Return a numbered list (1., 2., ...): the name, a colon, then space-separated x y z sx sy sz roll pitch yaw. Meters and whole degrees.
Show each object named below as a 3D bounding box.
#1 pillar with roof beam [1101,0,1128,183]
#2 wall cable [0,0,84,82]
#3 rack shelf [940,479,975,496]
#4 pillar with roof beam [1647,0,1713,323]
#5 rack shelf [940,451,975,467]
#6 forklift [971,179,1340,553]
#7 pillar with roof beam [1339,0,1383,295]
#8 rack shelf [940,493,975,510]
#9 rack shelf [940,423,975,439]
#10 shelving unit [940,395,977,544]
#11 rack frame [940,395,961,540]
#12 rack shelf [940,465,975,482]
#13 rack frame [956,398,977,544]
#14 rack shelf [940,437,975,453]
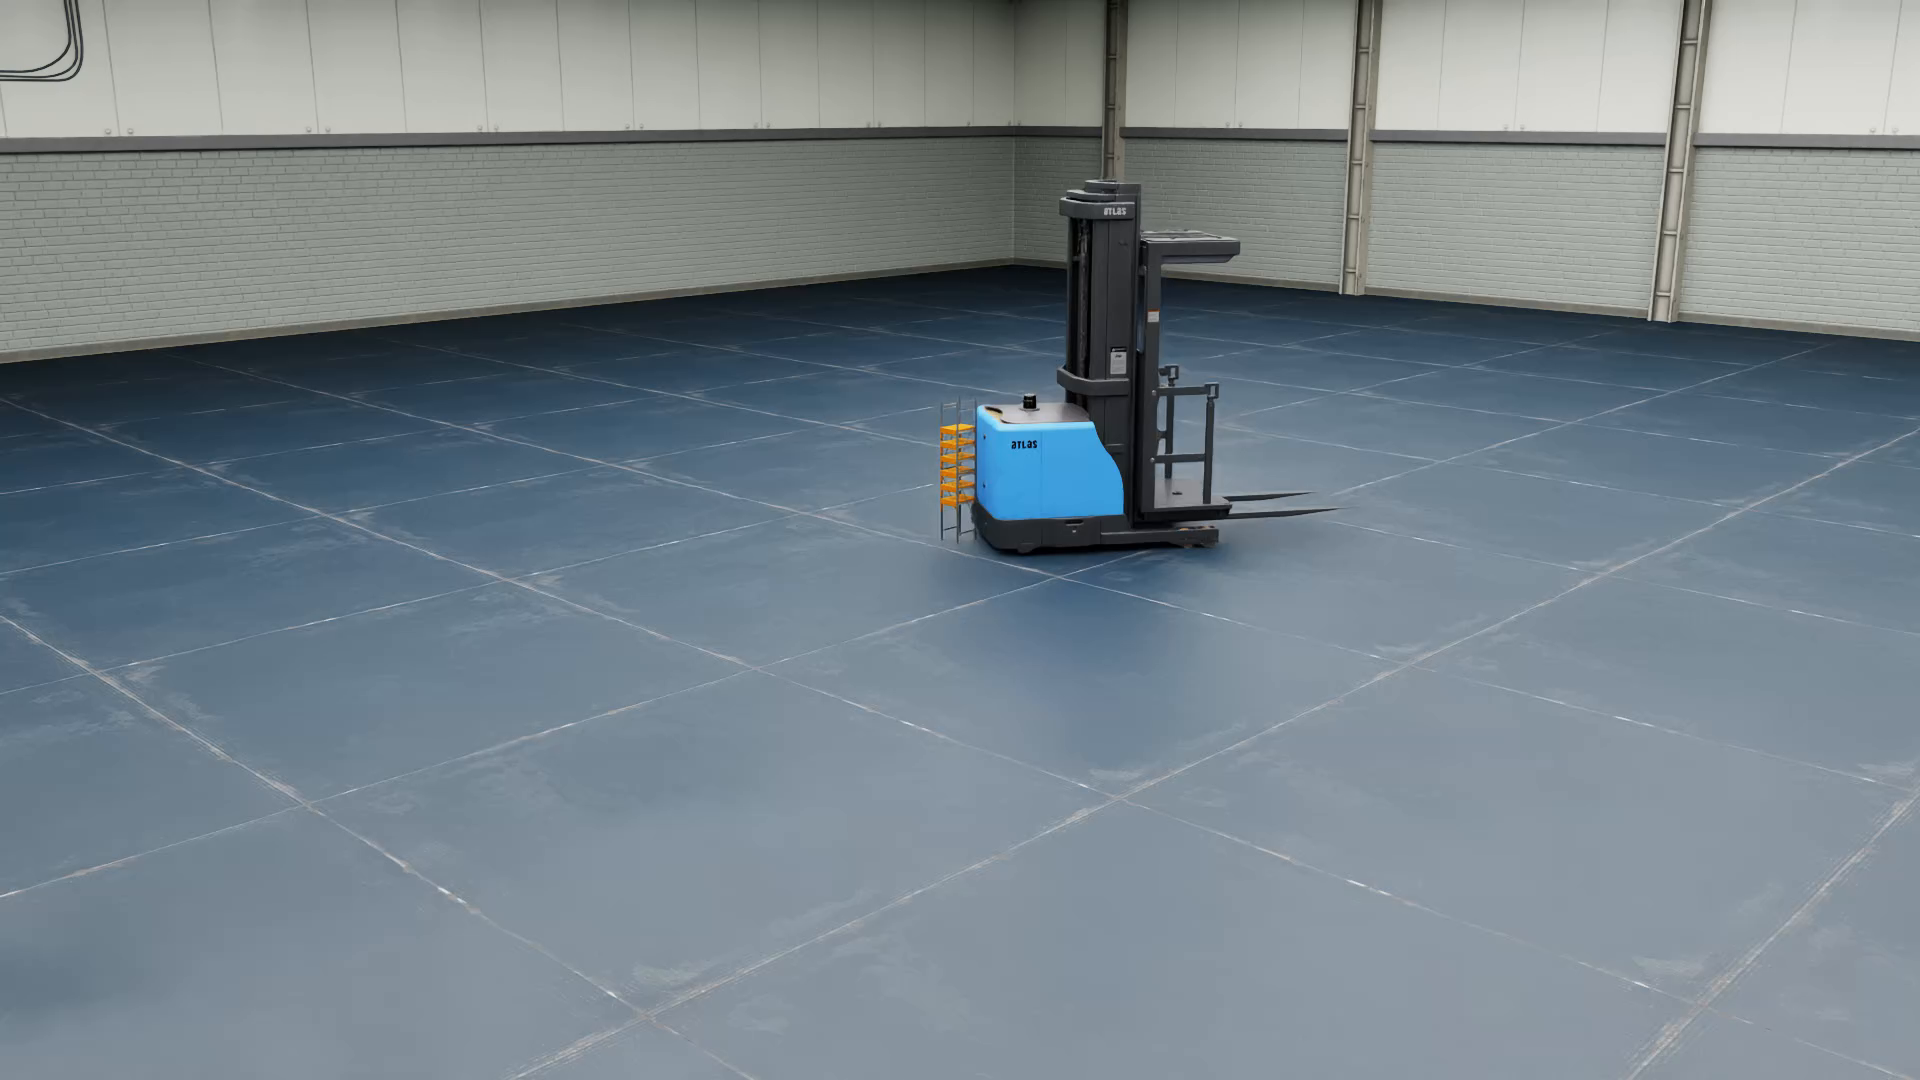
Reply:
1. pillar with roof beam: 0.292 -9.393 32.135 0.400 9.000 9.100 14 20 42
2. wall cable: -13.186 -8.579 22.264 0.169 6.003 2.305 14 20 42
3. rack shelf: -0.011 -0.424 13.832 0.180 0.103 0.258 14 20 42
4. pillar with roof beam: 8.930 -7.293 24.074 0.400 9.000 9.100 14 20 42
5. rack shelf: -0.011 -0.656 13.771 0.180 0.103 0.258 14 20 42
6. forklift: 1.666 -1.476 13.786 3.031 2.935 1.130 -3 15 -11
7. pillar with roof beam: 4.611 -8.343 28.104 0.400 9.000 9.100 14 20 42
8. rack shelf: -0.011 -0.308 13.862 0.180 0.103 0.258 14 20 42
9. rack shelf: -0.010 -0.889 13.711 0.180 0.103 0.258 14 20 42
10. shelving unit: -0.011 -0.583 13.790 0.189 1.200 0.258 14 20 42
11. rack frame: -0.076 -0.599 13.852 0.006 1.200 0.240 14 20 42
12. rack shelf: -0.011 -0.540 13.802 0.180 0.103 0.258 14 20 42
13. rack frame: 0.055 -0.567 13.729 0.006 1.200 0.240 14 20 42
14. rack shelf: -0.010 -0.772 13.741 0.180 0.103 0.258 14 20 42
